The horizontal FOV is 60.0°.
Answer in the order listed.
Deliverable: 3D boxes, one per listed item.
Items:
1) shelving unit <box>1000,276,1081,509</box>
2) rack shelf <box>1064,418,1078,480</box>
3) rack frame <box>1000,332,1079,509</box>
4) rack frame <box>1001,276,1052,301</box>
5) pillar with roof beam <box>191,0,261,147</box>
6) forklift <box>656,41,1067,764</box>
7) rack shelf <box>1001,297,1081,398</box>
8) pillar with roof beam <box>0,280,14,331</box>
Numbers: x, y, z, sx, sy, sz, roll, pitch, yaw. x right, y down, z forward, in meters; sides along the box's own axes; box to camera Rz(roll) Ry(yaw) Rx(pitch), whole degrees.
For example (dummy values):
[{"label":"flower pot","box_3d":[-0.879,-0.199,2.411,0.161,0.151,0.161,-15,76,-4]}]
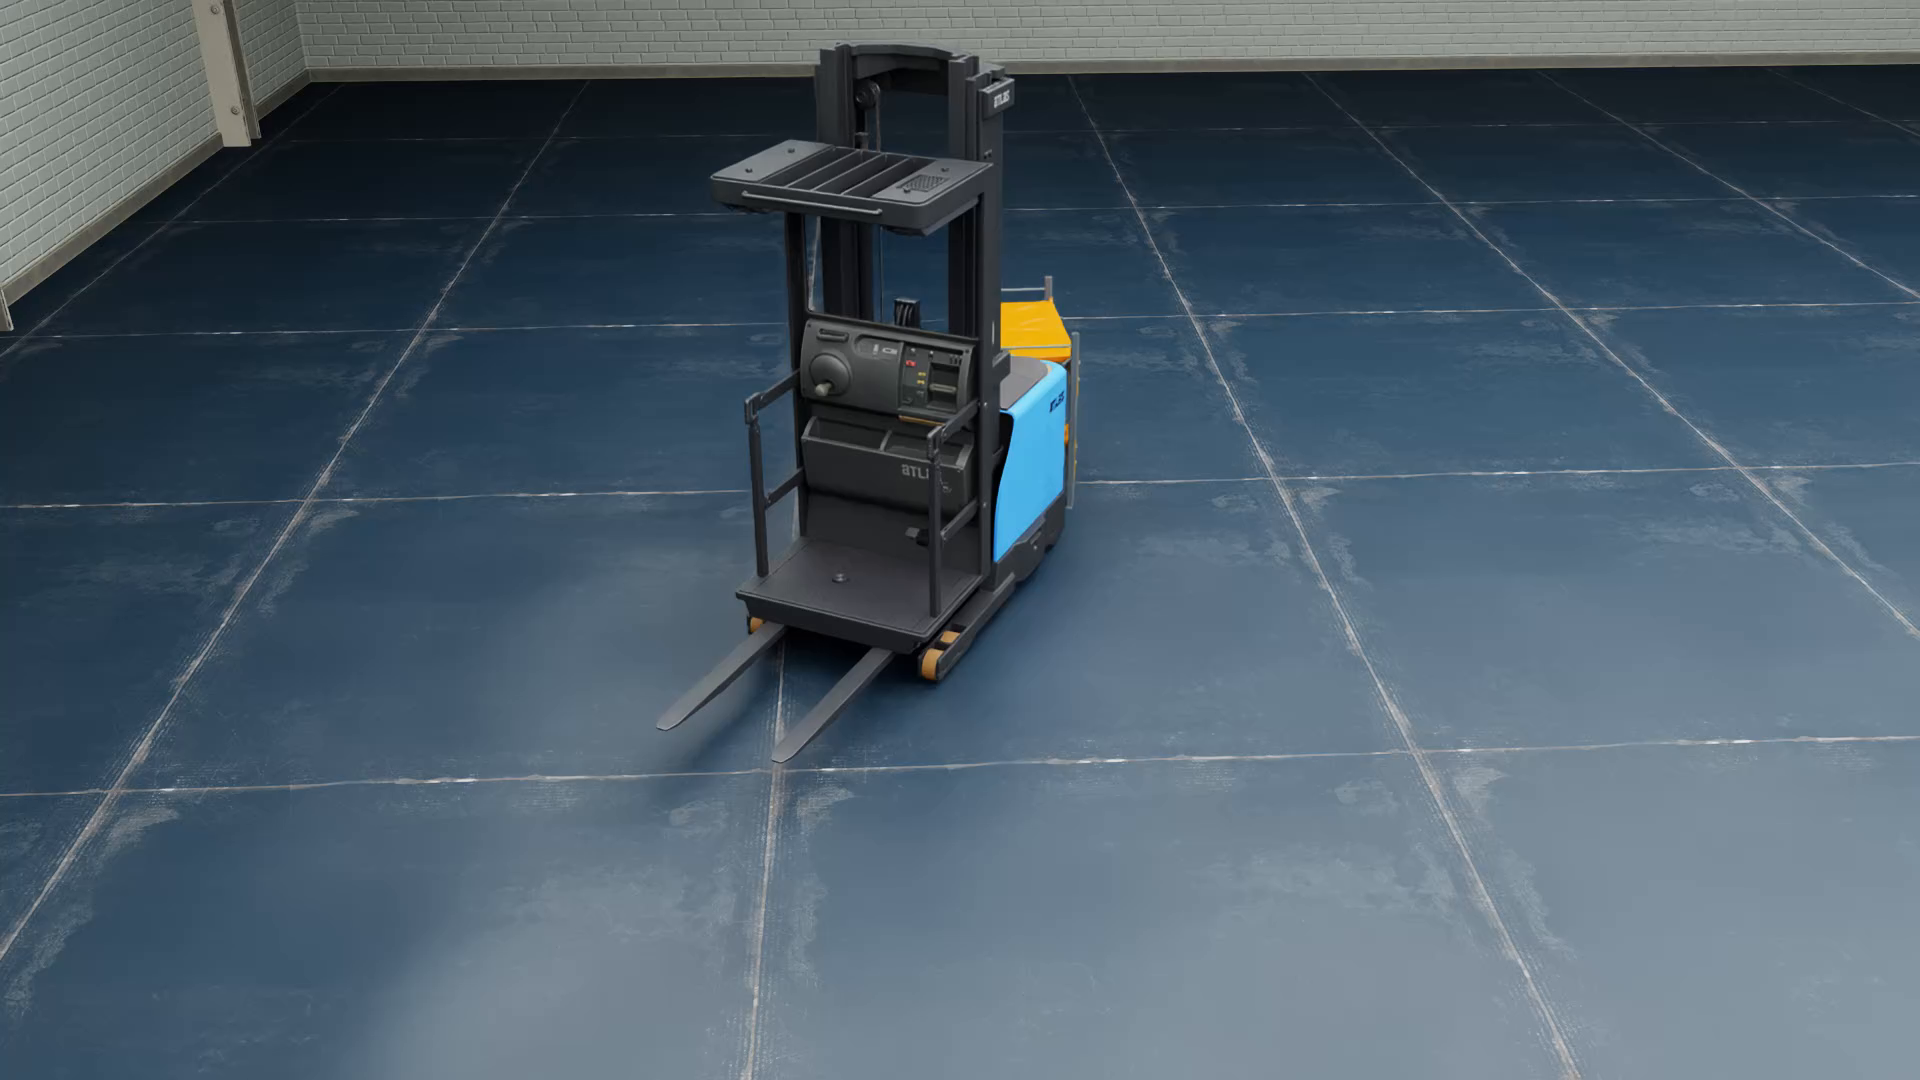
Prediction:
[{"label":"shelving unit","box_3d":[0.386,-0.920,10.297,0.538,1.125,1.048,-3,28,-5]},{"label":"rack shelf","box_3d":[0.386,-0.703,10.411,0.538,0.278,1.000,-3,28,-5]},{"label":"rack frame","box_3d":[0.439,-0.686,9.849,0.500,1.125,0.032,-3,28,-5]},{"label":"rack frame","box_3d":[0.333,-1.154,10.746,0.500,1.125,0.032,-3,28,-5]},{"label":"pillar with roof beam","box_3d":[-3.495,-8.413,16.149,9.100,9.000,0.400,-1,28,-3]},{"label":"forklift","box_3d":[-0.462,-0.814,8.141,1.130,2.935,3.031,12,30,22]},{"label":"rack shelf","box_3d":[0.386,-1.179,10.162,0.538,0.278,1.000,-3,28,-5]},{"label":"pillar with roof beam","box_3d":[-3.181,-5.642,10.836,9.100,9.000,0.400,-1,28,-3]}]
